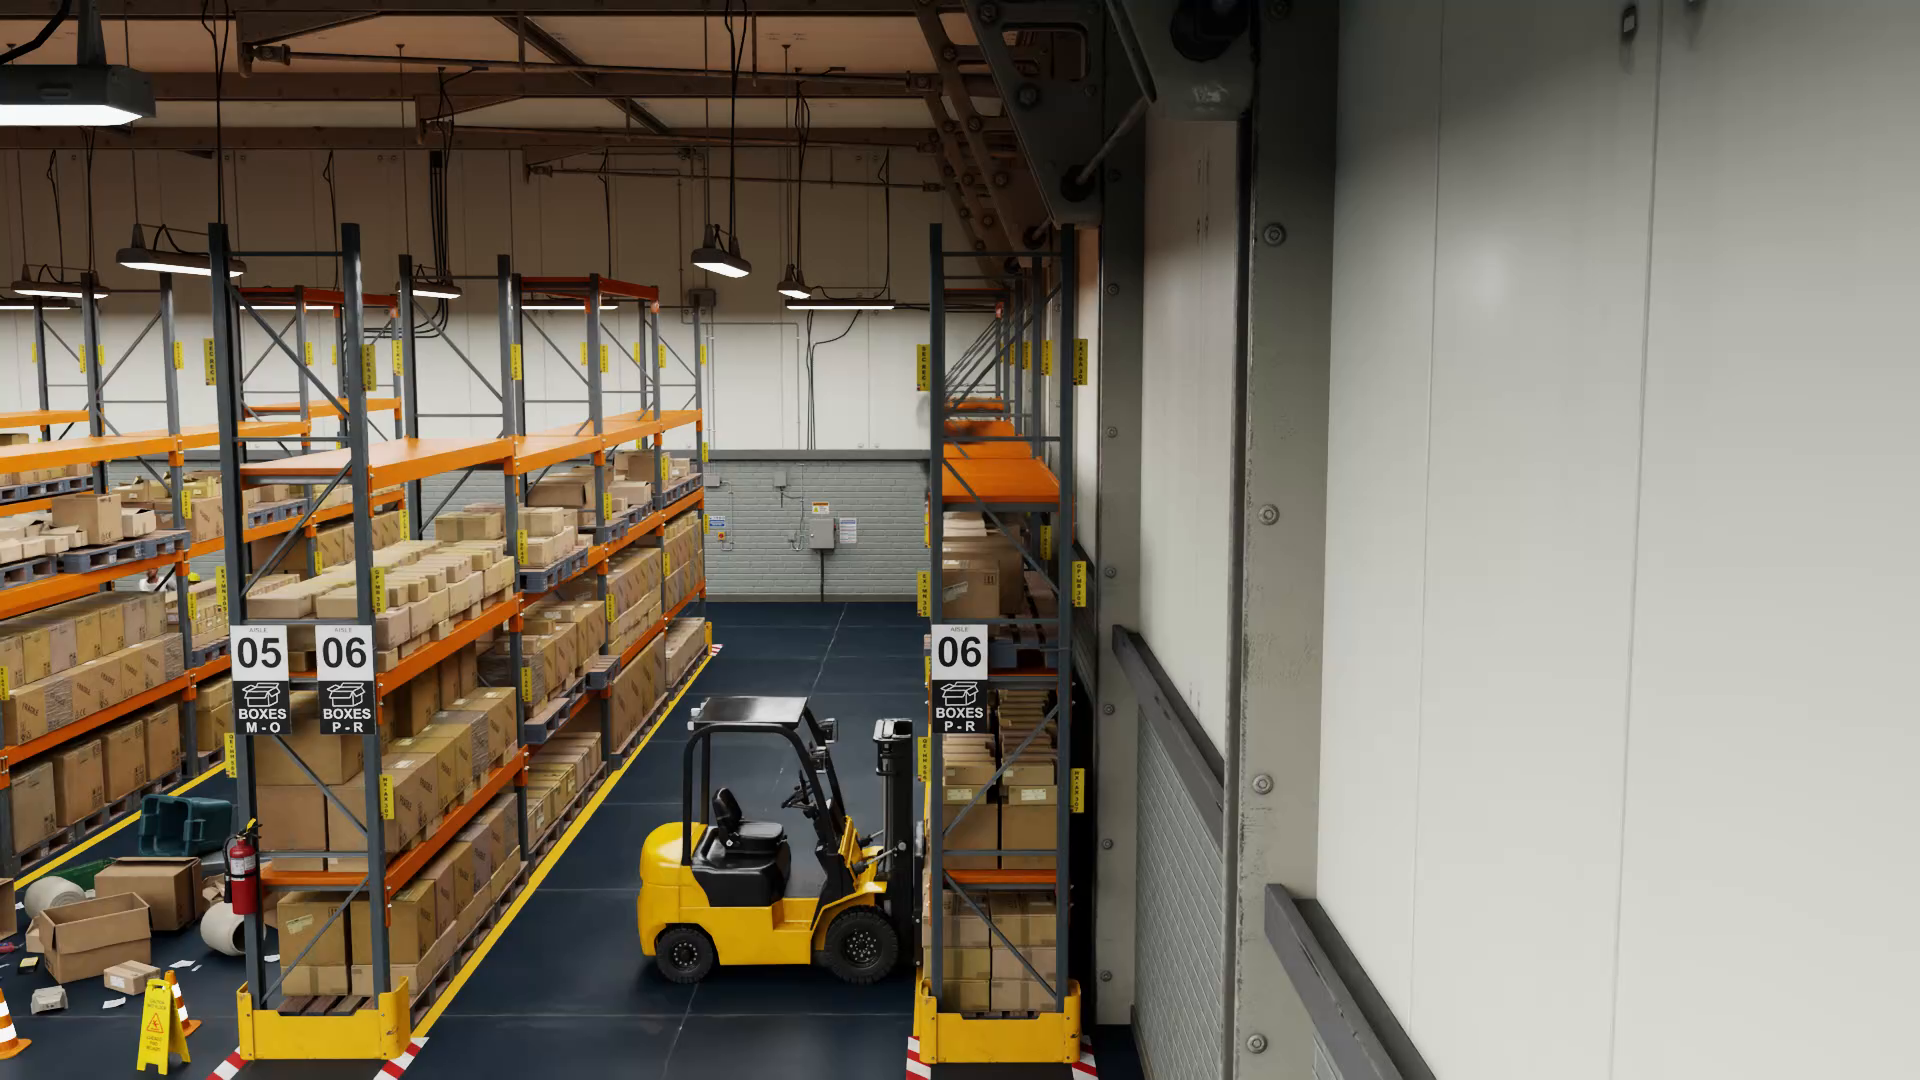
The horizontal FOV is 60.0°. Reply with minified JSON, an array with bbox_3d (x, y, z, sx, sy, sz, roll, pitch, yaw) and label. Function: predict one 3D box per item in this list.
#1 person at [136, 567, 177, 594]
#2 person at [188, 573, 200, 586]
[{"bbox_3d":[-12.898,1.196,26.712,0.683,1.722,0.564,0,7,-2],"label":"person"},{"bbox_3d":[-11.493,1.372,24.987,0.699,1.776,0.974,0,7,2],"label":"person"}]
